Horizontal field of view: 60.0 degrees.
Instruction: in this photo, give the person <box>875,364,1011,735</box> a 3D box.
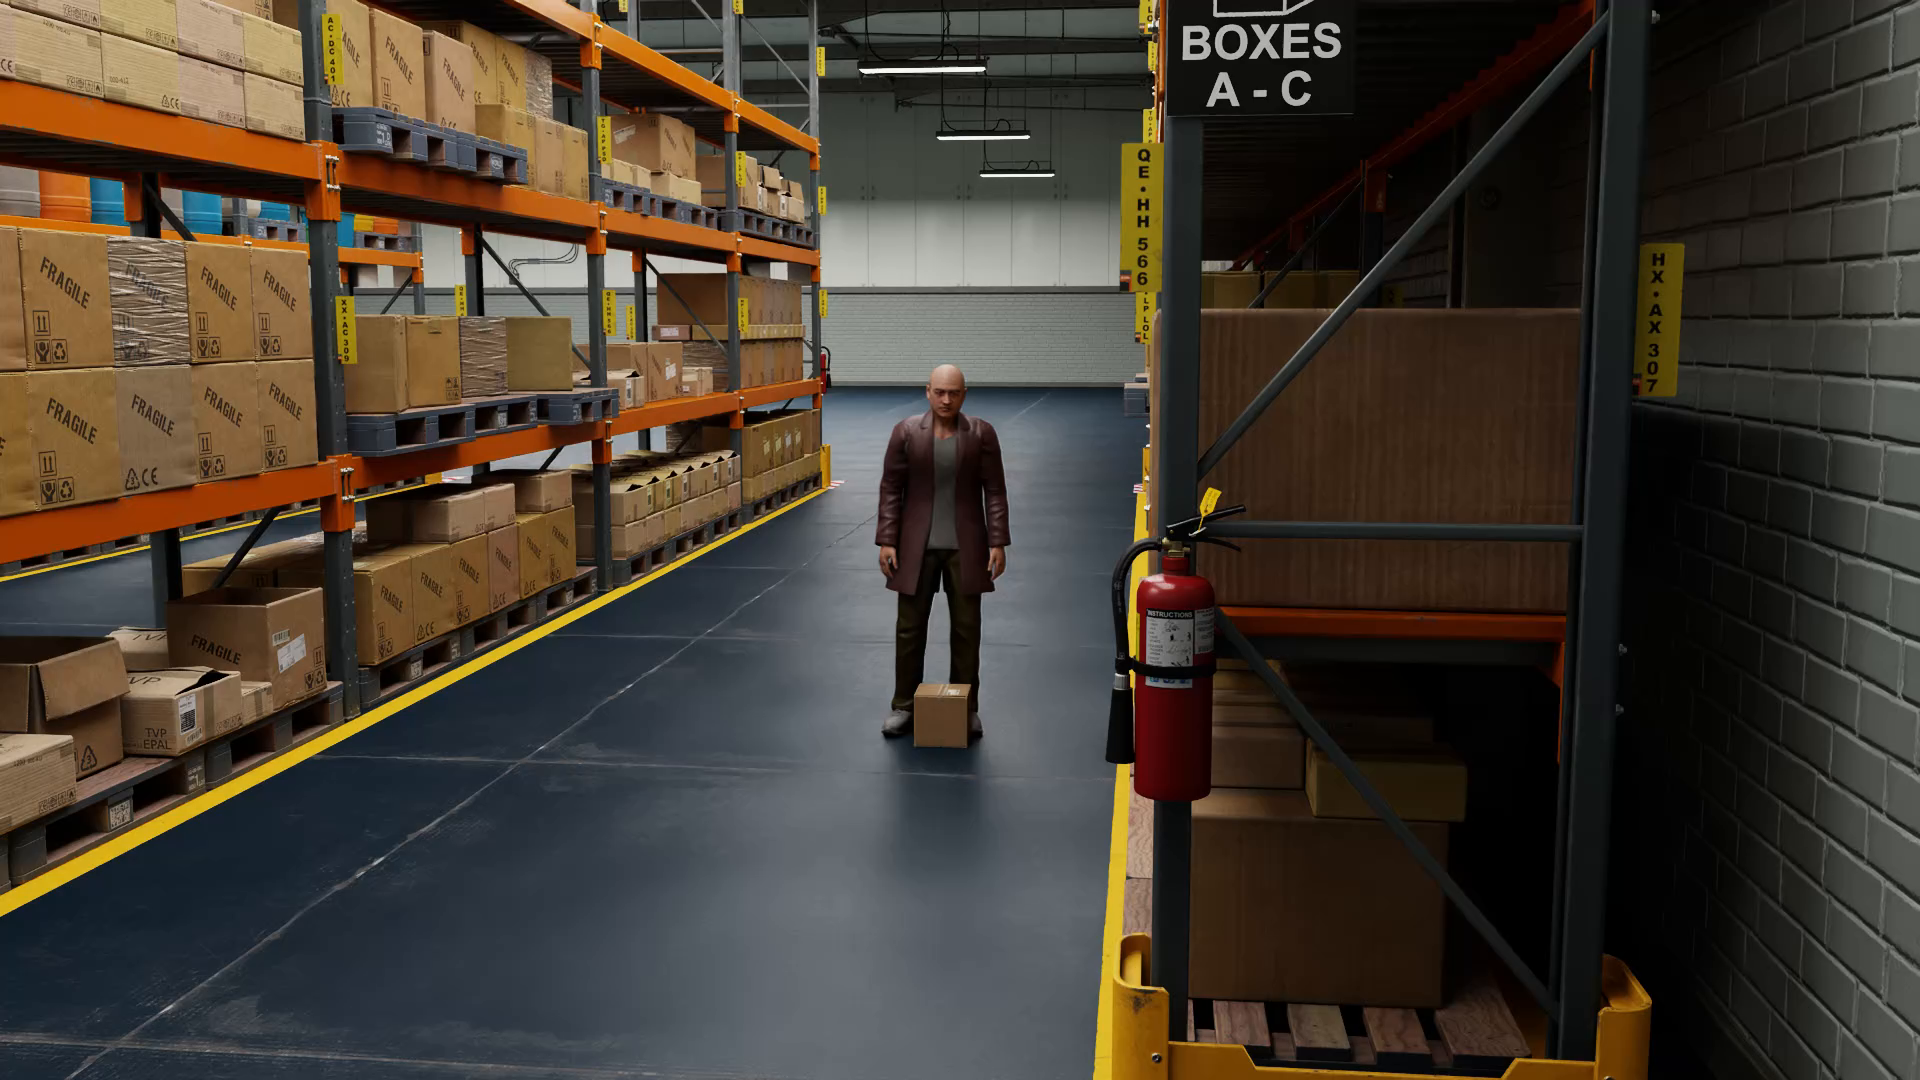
[{"bbox_3d":[-0.083,0.042,8.022,0.655,1.774,0.420,0,7,-1],"label":"person"}]
